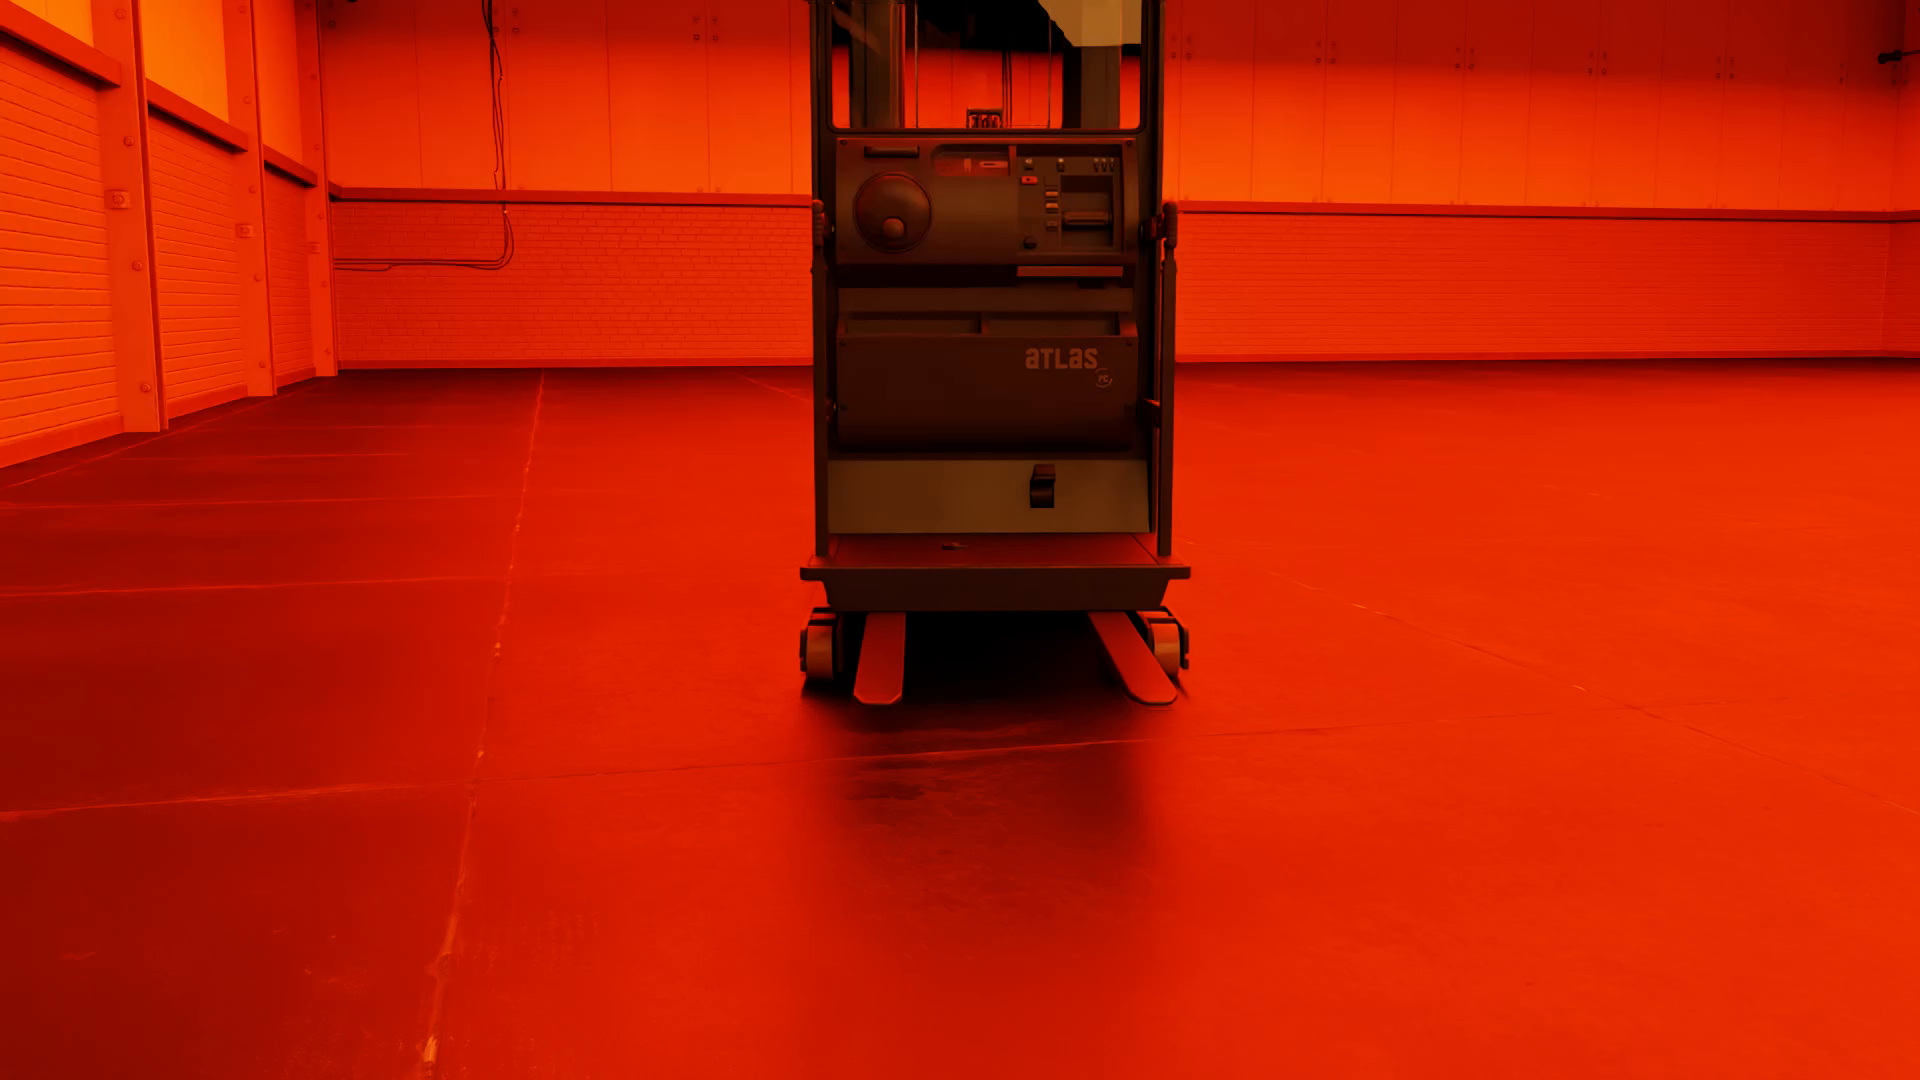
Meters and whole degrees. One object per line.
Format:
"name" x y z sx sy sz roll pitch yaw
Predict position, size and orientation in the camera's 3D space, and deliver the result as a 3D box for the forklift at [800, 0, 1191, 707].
"forklift" 0.090 -1.089 4.913 1.130 2.935 3.031 0 8 -1
